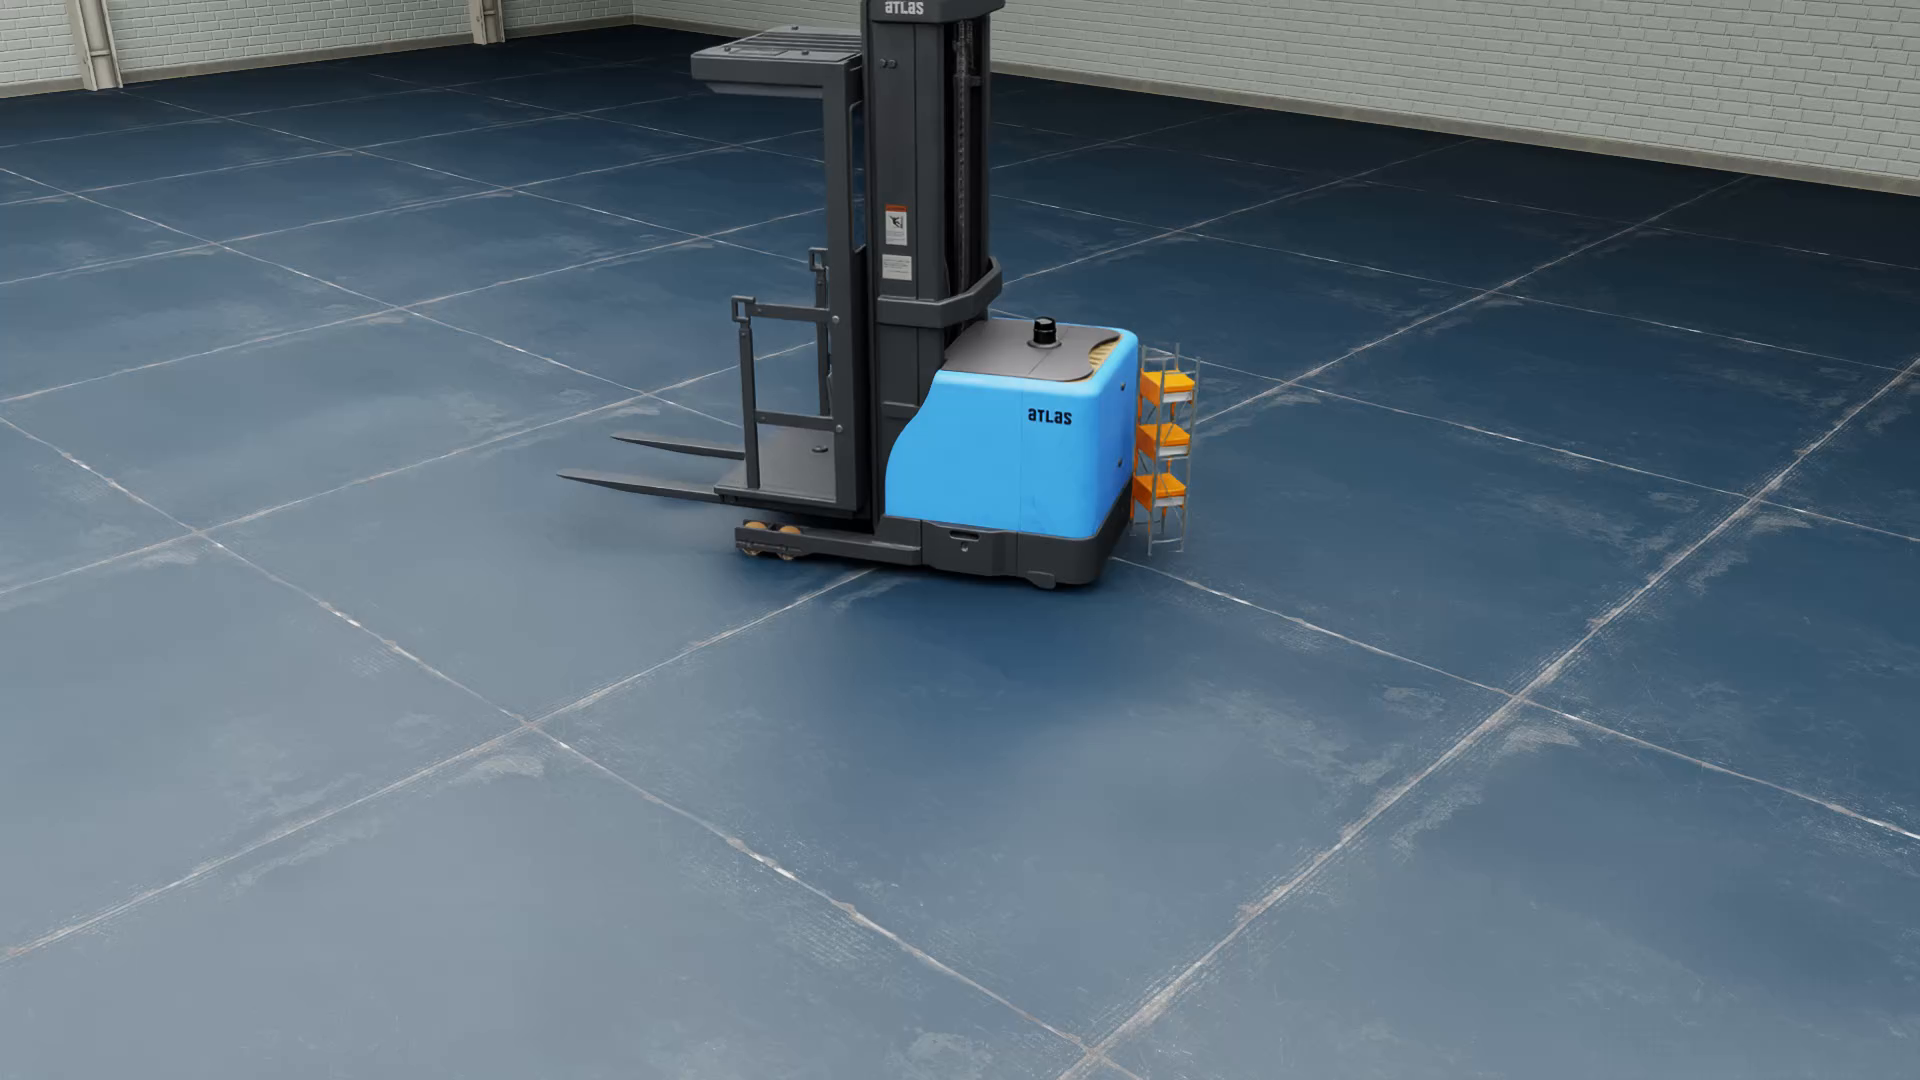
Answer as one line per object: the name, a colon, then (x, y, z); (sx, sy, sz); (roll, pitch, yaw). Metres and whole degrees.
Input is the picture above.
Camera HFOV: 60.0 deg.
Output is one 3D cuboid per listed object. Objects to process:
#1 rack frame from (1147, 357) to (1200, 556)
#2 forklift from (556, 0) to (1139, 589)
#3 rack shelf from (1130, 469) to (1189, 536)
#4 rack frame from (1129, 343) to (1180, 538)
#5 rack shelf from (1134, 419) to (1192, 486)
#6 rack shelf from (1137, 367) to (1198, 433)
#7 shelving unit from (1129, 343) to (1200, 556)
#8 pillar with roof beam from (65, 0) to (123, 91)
rack frame: (1.074, -0.410, 8.373); (0.200, 1.050, 0.008); (-6, 25, -17)
forklift: (-0.647, -1.435, 8.368); (3.031, 2.935, 1.130); (7, 25, 16)
rack shelf: (1.029, -0.193, 8.595); (0.215, 0.259, 0.240); (-6, 25, -17)
rack frame: (0.999, -0.505, 8.585); (0.200, 1.050, 0.008); (-6, 25, -17)
rack shelf: (1.036, -0.448, 8.483); (0.215, 0.259, 0.240); (-6, 25, -17)
rack shelf: (1.044, -0.707, 8.369); (0.215, 0.259, 0.240); (-6, 25, -17)
shelving unit: (1.036, -0.457, 8.479); (0.215, 1.050, 0.252); (-6, 25, -17)
pillar with roof beam: (-8.250, -8.981, 17.781); (9.100, 9.000, 0.400); (20, 31, 38)
